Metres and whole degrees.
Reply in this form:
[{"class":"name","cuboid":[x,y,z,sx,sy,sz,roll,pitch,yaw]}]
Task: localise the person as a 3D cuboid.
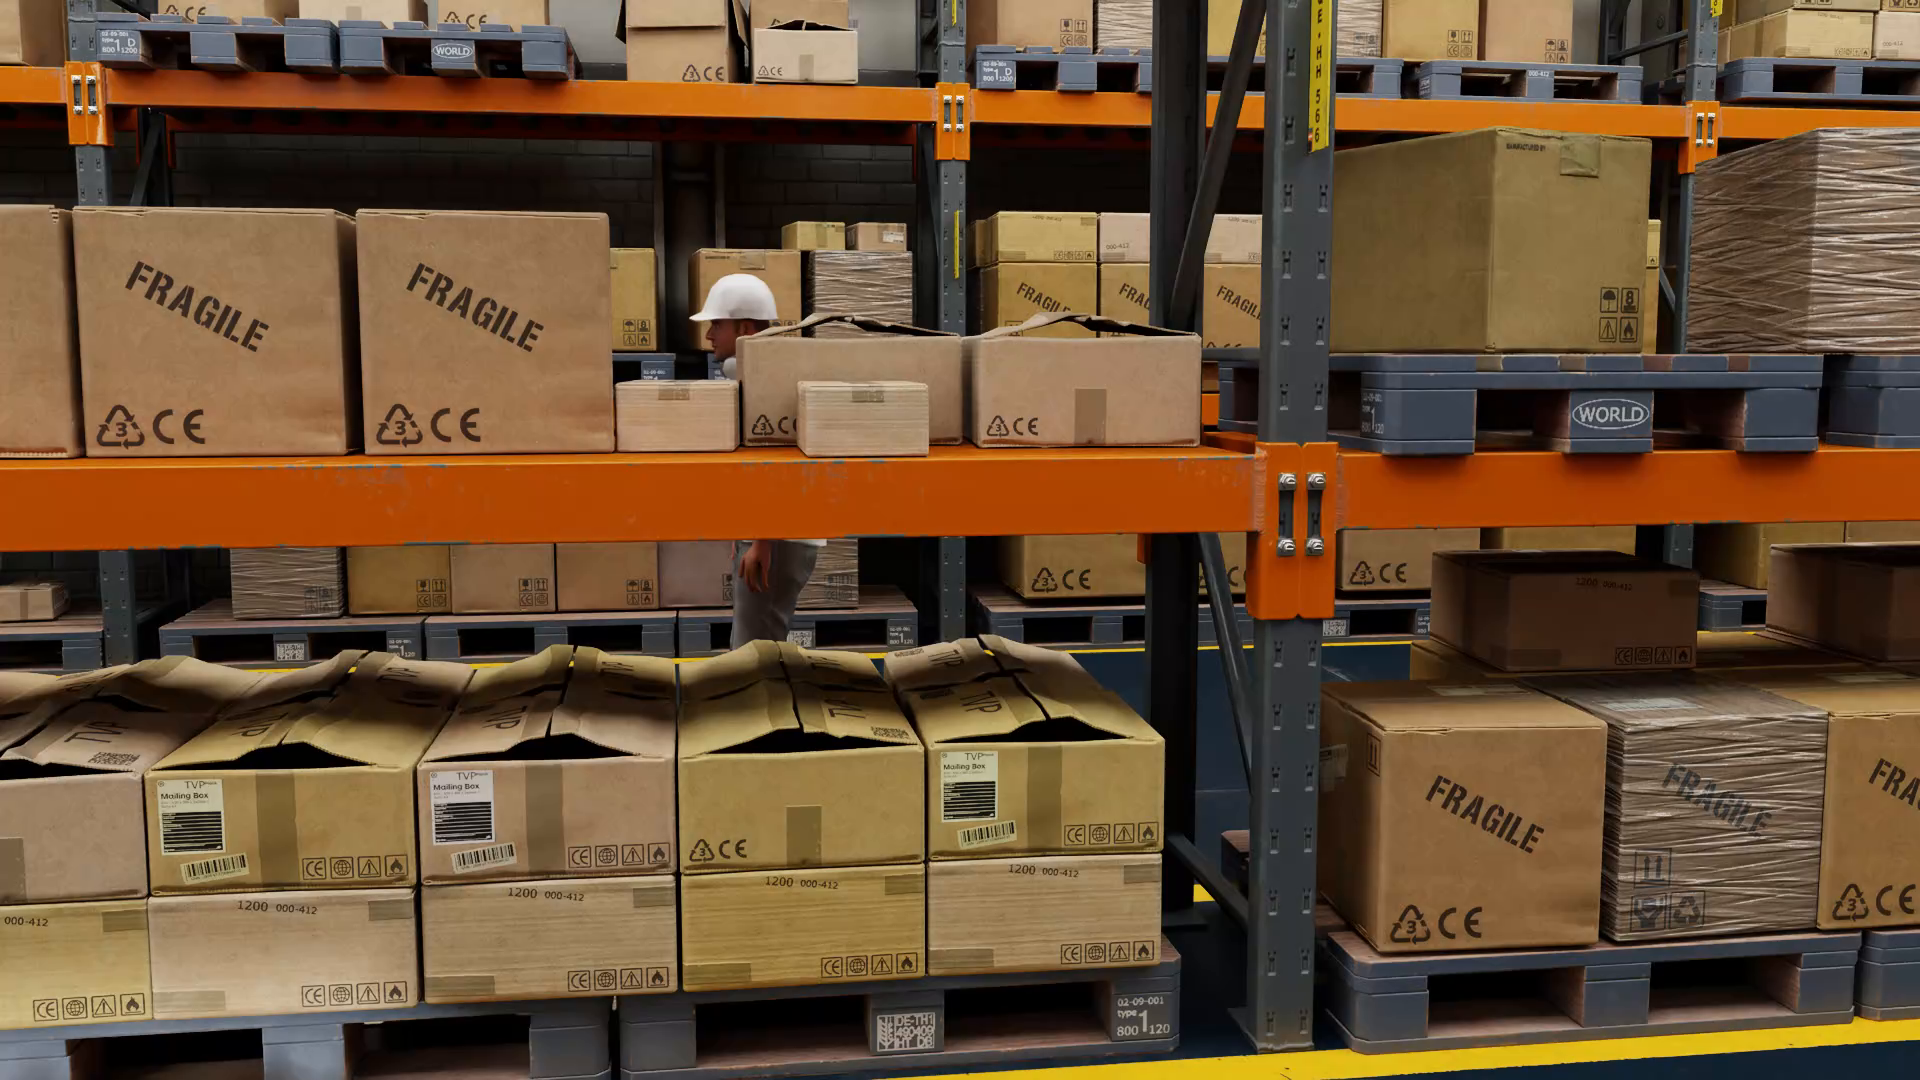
[{"class":"person","cuboid":[-0.673,-0.006,5.649,0.465,1.771,0.587,-1,7,-10]}]
